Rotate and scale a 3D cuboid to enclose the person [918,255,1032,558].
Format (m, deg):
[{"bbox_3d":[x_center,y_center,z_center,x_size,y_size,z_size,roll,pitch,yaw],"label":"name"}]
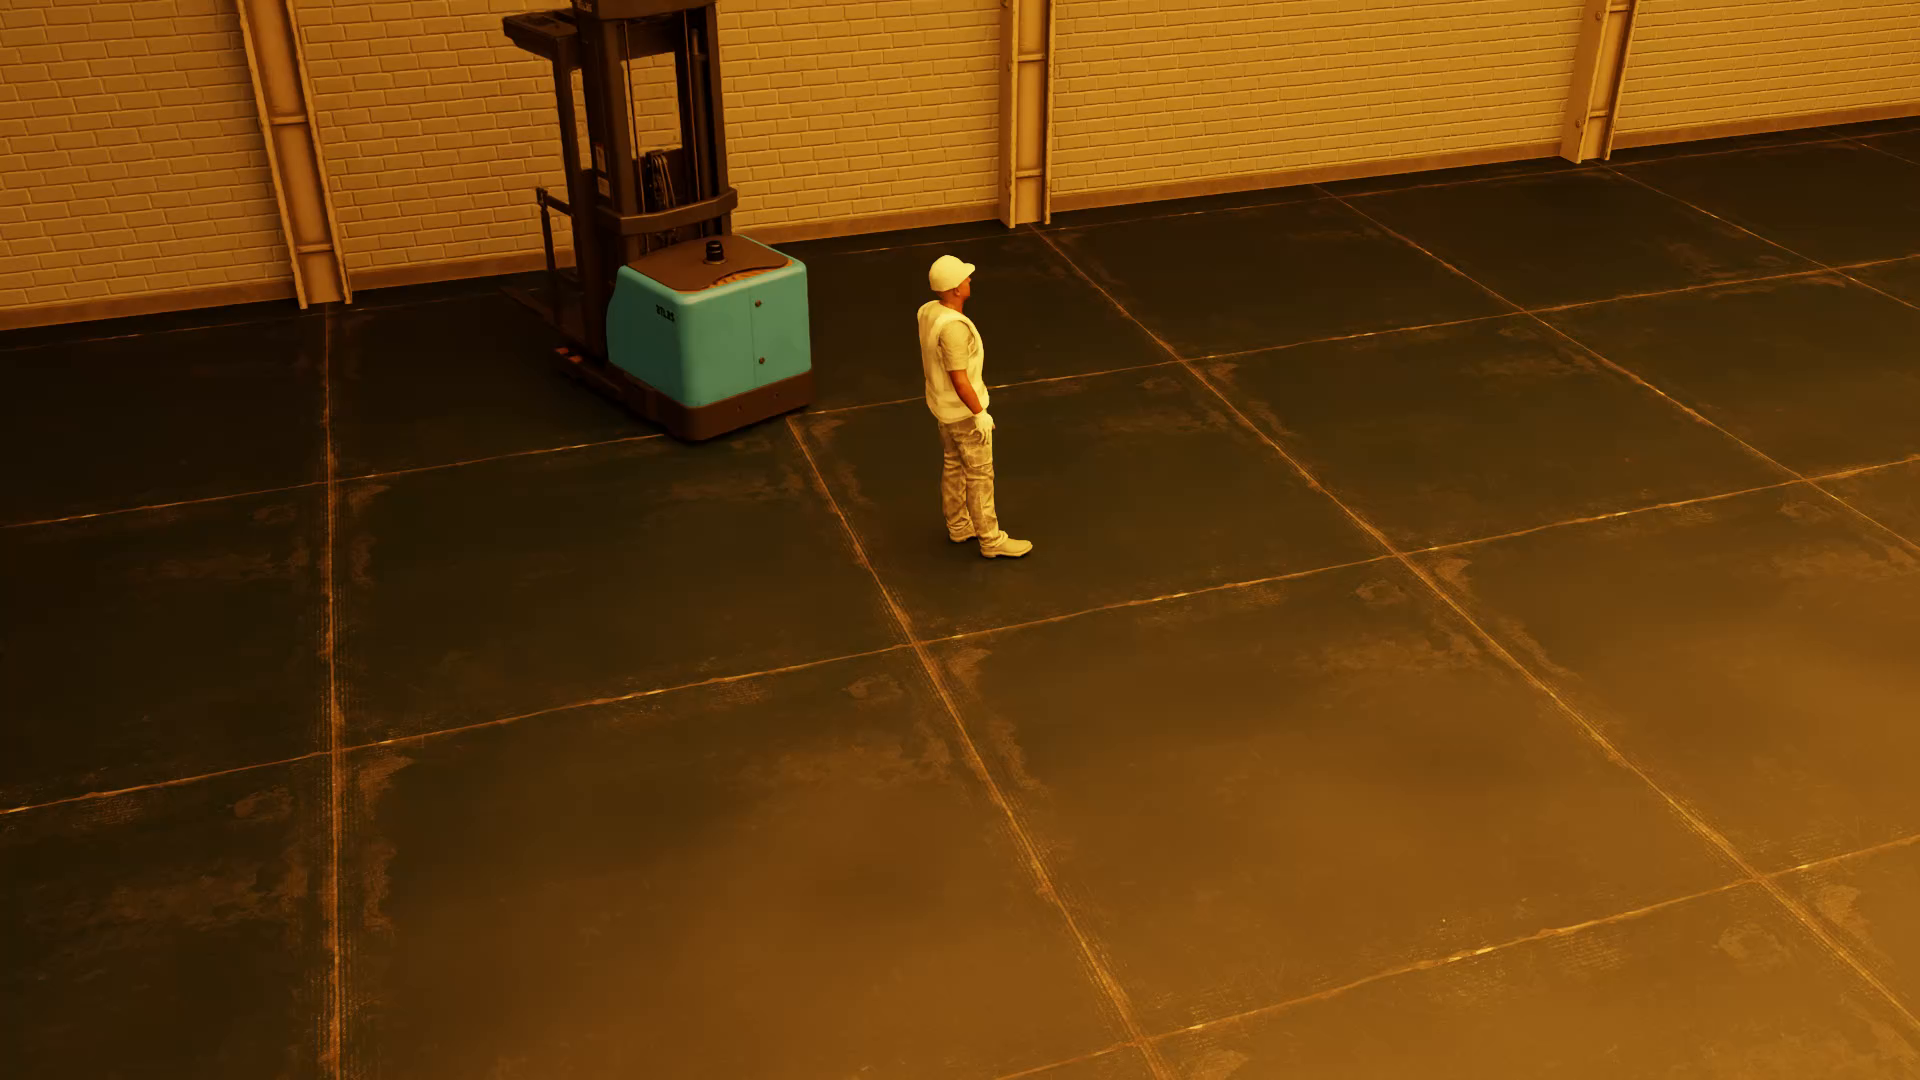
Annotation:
[{"bbox_3d":[0.071,-0.786,9.591,0.577,1.781,0.656,-10,31,-16],"label":"person"}]

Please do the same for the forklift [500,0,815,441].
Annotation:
[{"bbox_3d":[-2.353,-2.585,11.580,1.130,2.935,3.031,-23,37,-35],"label":"forklift"}]
